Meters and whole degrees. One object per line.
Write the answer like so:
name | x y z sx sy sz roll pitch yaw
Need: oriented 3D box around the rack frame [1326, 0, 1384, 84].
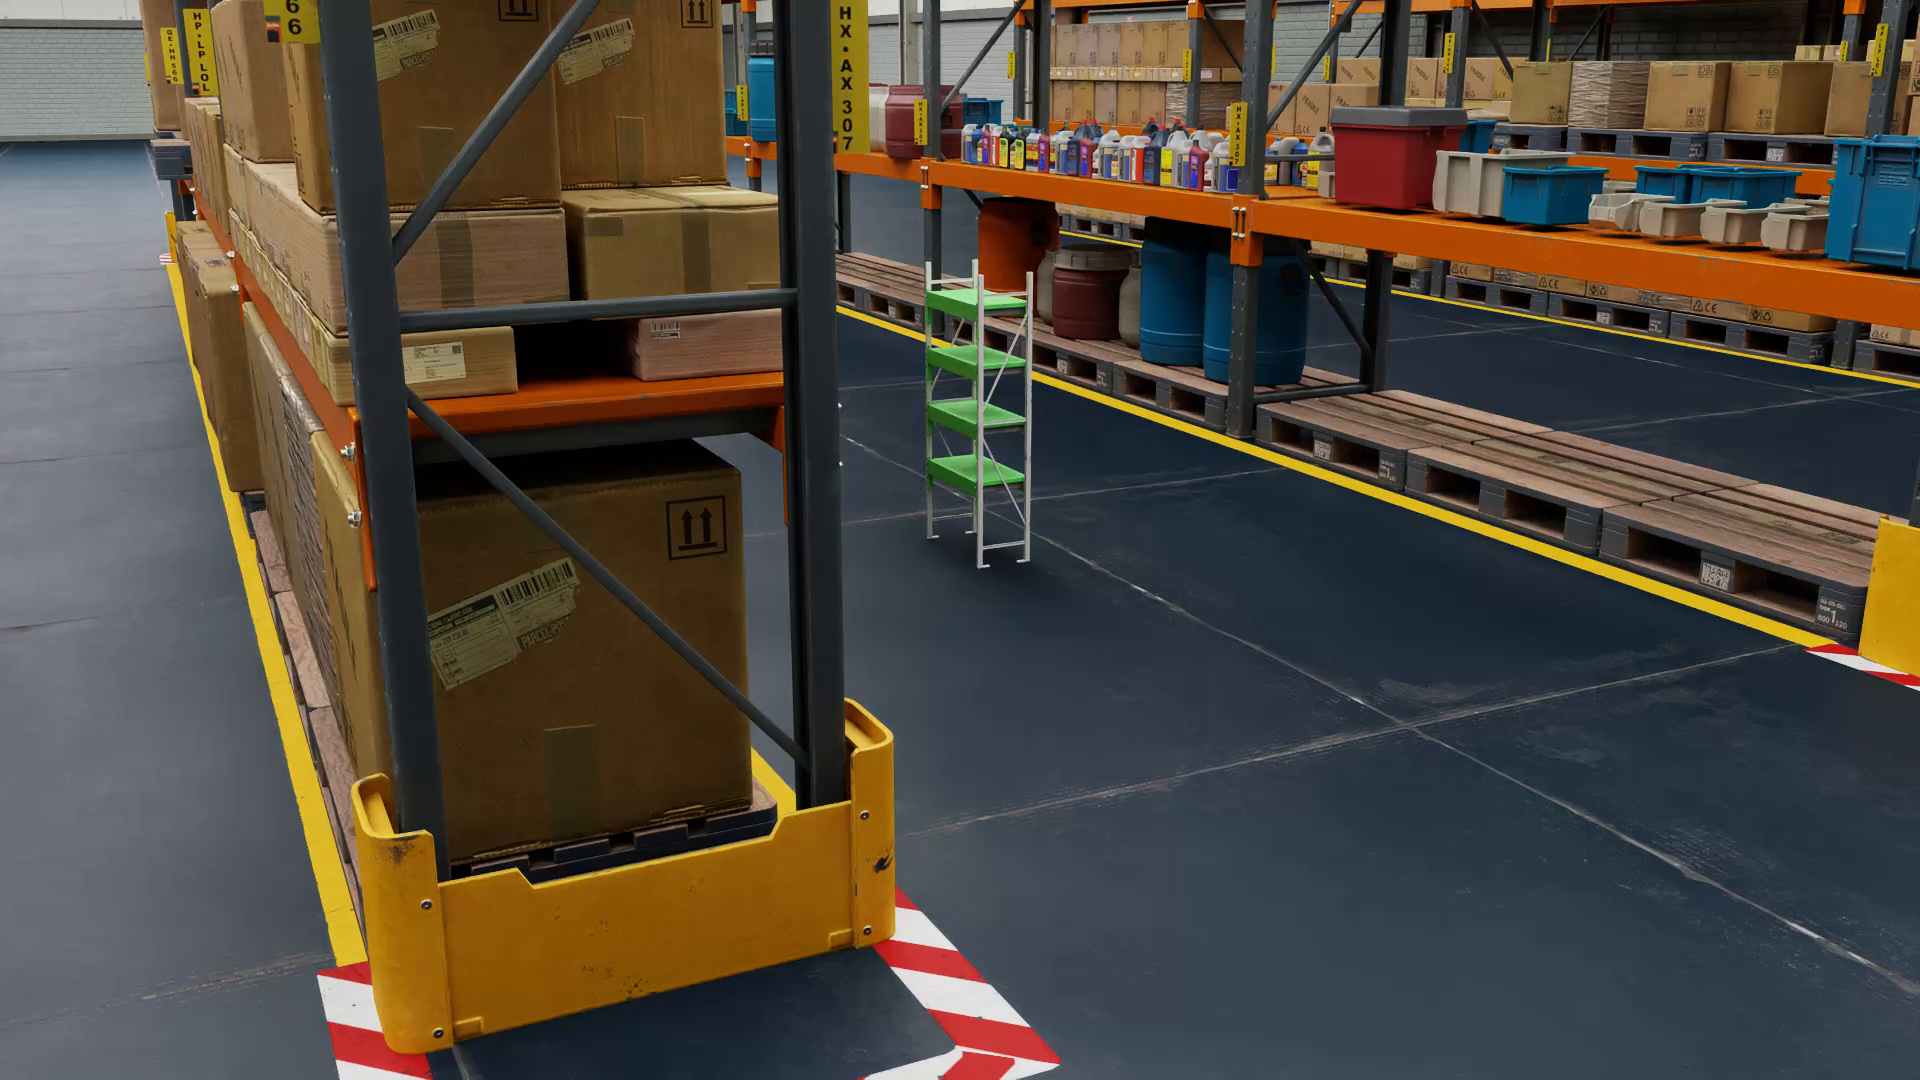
rack frame | 5.605 -6.238 23.549 1.000 3.000 0.127 -8 18 -25

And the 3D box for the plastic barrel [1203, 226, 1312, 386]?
plastic barrel | 1.733 -1.395 9.717 0.600 0.901 0.708 -8 18 -25

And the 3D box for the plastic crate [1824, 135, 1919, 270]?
plastic crate | 3.394 -1.179 5.749 0.616 0.435 0.499 -8 18 -25

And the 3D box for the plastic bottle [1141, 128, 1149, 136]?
plastic bottle | 1.217 -2.605 11.103 0.061 0.283 0.133 -8 18 -25

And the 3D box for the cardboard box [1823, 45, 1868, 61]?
cardboard box | 8.932 -4.907 16.758 0.380 0.149 0.250 -10 19 -32

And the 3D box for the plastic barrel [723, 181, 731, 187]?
plastic barrel | -2.724 -3.768 18.692 0.421 0.512 0.421 0 16 0

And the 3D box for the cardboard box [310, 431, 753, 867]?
cardboard box | -1.096 0.196 4.221 0.875 0.875 0.875 -8 18 -25

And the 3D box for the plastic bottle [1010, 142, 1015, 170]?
plastic bottle | 0.390 -2.635 11.355 0.097 0.201 0.097 0 16 0

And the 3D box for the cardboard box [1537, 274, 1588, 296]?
cardboard box | 5.050 -2.263 13.432 0.500 0.500 0.500 -8 18 -26

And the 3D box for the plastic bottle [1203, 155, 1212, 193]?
plastic bottle | 1.418 -2.053 9.329 0.097 0.201 0.097 0 16 0

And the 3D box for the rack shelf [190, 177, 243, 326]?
rack shelf | -3.372 -1.616 8.750 1.077 0.370 4.000 -8 18 -25

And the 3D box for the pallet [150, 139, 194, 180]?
pallet | -4.656 -2.530 10.976 1.213 0.211 1.003 -8 18 -25

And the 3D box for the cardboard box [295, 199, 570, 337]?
cardboard box | -1.195 -0.633 3.753 0.500 0.250 0.500 -8 18 -26

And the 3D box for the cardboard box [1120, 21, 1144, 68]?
cardboard box | 2.265 -5.676 19.060 0.700 0.500 0.500 -8 18 -25

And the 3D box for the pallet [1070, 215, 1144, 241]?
pallet | 2.057 -3.811 20.148 1.003 0.211 1.213 -8 18 -25

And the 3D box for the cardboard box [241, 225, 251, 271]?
cardboard box | -2.318 -1.037 5.881 0.380 0.149 0.250 -8 18 -26

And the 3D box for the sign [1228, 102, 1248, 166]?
sign | 1.461 -2.132 8.740 0.100 0.325 0.005 -8 18 -25

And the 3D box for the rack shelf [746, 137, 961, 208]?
rack shelf | -0.672 -3.207 14.292 1.077 0.370 4.000 -8 18 -25

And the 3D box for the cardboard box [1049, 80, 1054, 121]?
cardboard box | 1.347 -5.569 21.037 0.700 0.500 0.500 -8 18 -25

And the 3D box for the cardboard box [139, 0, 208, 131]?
cardboard box | -5.779 -3.726 12.949 1.000 1.000 1.000 -8 18 -25

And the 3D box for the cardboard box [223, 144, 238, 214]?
cardboard box | -2.526 -1.389 6.386 0.500 0.250 0.500 -8 18 -26

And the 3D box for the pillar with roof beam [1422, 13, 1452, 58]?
pillar with roof beam | 2.819 -8.532 20.668 9.100 9.000 0.400 -8 18 -25

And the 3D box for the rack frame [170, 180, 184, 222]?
rack frame | -7.753 -4.442 17.291 1.000 3.000 0.127 -8 18 -25

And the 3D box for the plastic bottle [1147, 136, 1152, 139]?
plastic bottle | 1.157 -2.330 10.167 0.097 0.271 0.097 0 16 0

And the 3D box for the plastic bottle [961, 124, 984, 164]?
plastic bottle | 0.103 -2.851 11.971 0.152 0.276 0.135 -8 18 -25

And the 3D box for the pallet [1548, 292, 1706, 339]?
pallet | 5.482 -1.822 13.218 1.003 0.211 1.213 -8 18 -25

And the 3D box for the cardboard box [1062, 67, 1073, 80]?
cardboard box | 1.467 -5.685 20.264 0.380 0.149 0.250 -8 18 -26

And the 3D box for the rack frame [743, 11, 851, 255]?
rack frame | -1.548 -4.049 15.921 1.000 3.000 0.127 -8 18 -25

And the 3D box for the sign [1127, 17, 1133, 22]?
sign | 3.098 -9.402 30.373 0.001 0.298 0.199 -8 18 -25

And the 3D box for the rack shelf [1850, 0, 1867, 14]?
rack shelf | 9.986 -4.854 14.593 1.077 0.370 4.000 -8 18 -25

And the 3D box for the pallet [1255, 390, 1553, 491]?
pallet | 2.313 -0.547 8.774 1.003 0.211 1.213 -8 18 -25

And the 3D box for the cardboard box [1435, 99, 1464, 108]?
cardboard box | 6.432 -5.511 21.254 0.500 0.250 0.500 -8 18 -25

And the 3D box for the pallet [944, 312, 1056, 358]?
pallet | 0.587 -1.526 12.185 1.003 0.211 1.213 -8 18 -25

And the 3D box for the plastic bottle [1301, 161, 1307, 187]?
plastic bottle | 2.054 -2.171 9.739 0.097 0.201 0.097 0 16 0

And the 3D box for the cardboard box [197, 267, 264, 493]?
cardboard box | -2.794 -0.803 7.702 1.225 0.875 0.875 -8 18 -25

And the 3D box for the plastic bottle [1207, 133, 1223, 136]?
plastic bottle | 1.589 -2.453 10.586 0.152 0.276 0.135 -8 18 -25

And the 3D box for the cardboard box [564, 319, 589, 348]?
cardboard box | -0.829 -0.609 4.389 0.380 0.149 0.250 -8 18 -26

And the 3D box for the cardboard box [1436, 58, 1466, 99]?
cardboard box | 6.437 -5.873 21.154 0.500 0.500 0.500 -8 18 -26

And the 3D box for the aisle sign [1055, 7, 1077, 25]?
aisle sign | 1.389 -6.939 21.281 0.394 0.787 0.004 -8 18 -25

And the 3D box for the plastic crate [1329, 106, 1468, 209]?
plastic crate | 2.122 -1.873 8.114 0.402 0.464 0.583 -8 18 -25

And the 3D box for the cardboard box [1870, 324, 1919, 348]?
cardboard box | 6.400 -1.451 10.947 0.500 0.311 0.500 -8 18 -25

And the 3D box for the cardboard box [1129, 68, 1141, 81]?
cardboard box | 2.150 -5.300 18.925 0.380 0.149 0.250 -8 18 -25

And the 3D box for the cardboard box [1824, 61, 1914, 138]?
cardboard box | 6.404 -3.057 11.522 0.500 0.500 0.700 15 22 42

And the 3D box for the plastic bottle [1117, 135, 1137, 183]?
plastic bottle | 1.053 -2.313 10.097 0.152 0.276 0.135 -8 18 -25

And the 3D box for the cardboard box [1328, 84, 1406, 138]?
cardboard box | 3.909 -4.116 15.976 0.500 0.500 0.500 -9 18 -28

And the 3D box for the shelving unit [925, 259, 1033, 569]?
shelving unit | 0.073 -0.536 6.942 0.258 1.200 0.503 -8 18 -25

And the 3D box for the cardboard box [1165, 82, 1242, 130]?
cardboard box | 2.706 -4.803 18.370 0.700 0.500 0.500 -8 18 -26

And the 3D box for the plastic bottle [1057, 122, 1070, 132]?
plastic bottle | 0.765 -2.952 12.311 0.061 0.283 0.133 -8 18 -25

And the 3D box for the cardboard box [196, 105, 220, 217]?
cardboard box | -3.392 -1.850 8.077 0.500 0.500 0.500 -8 18 -26

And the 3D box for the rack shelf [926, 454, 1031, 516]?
rack shelf | 0.073 -0.244 7.026 0.258 0.148 0.480 -8 18 -25

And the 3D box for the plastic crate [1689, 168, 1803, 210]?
plastic crate | 3.320 -1.449 7.056 0.416 0.233 0.300 -8 18 -25

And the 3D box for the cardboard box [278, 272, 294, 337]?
cardboard box | -1.644 -0.655 4.552 0.380 0.149 0.250 -8 18 -26

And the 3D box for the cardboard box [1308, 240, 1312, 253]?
cardboard box | 3.534 -3.015 16.543 0.500 0.250 0.500 -7 18 -24

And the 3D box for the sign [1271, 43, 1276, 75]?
sign | 3.389 -5.233 18.091 0.100 0.325 0.005 -8 18 -25

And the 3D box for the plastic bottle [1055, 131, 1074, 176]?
plastic bottle | 0.711 -2.507 10.773 0.152 0.276 0.135 -8 18 -25

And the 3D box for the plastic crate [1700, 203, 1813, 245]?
plastic crate | 3.075 -1.229 6.465 0.396 0.136 0.243 -8 18 -25
